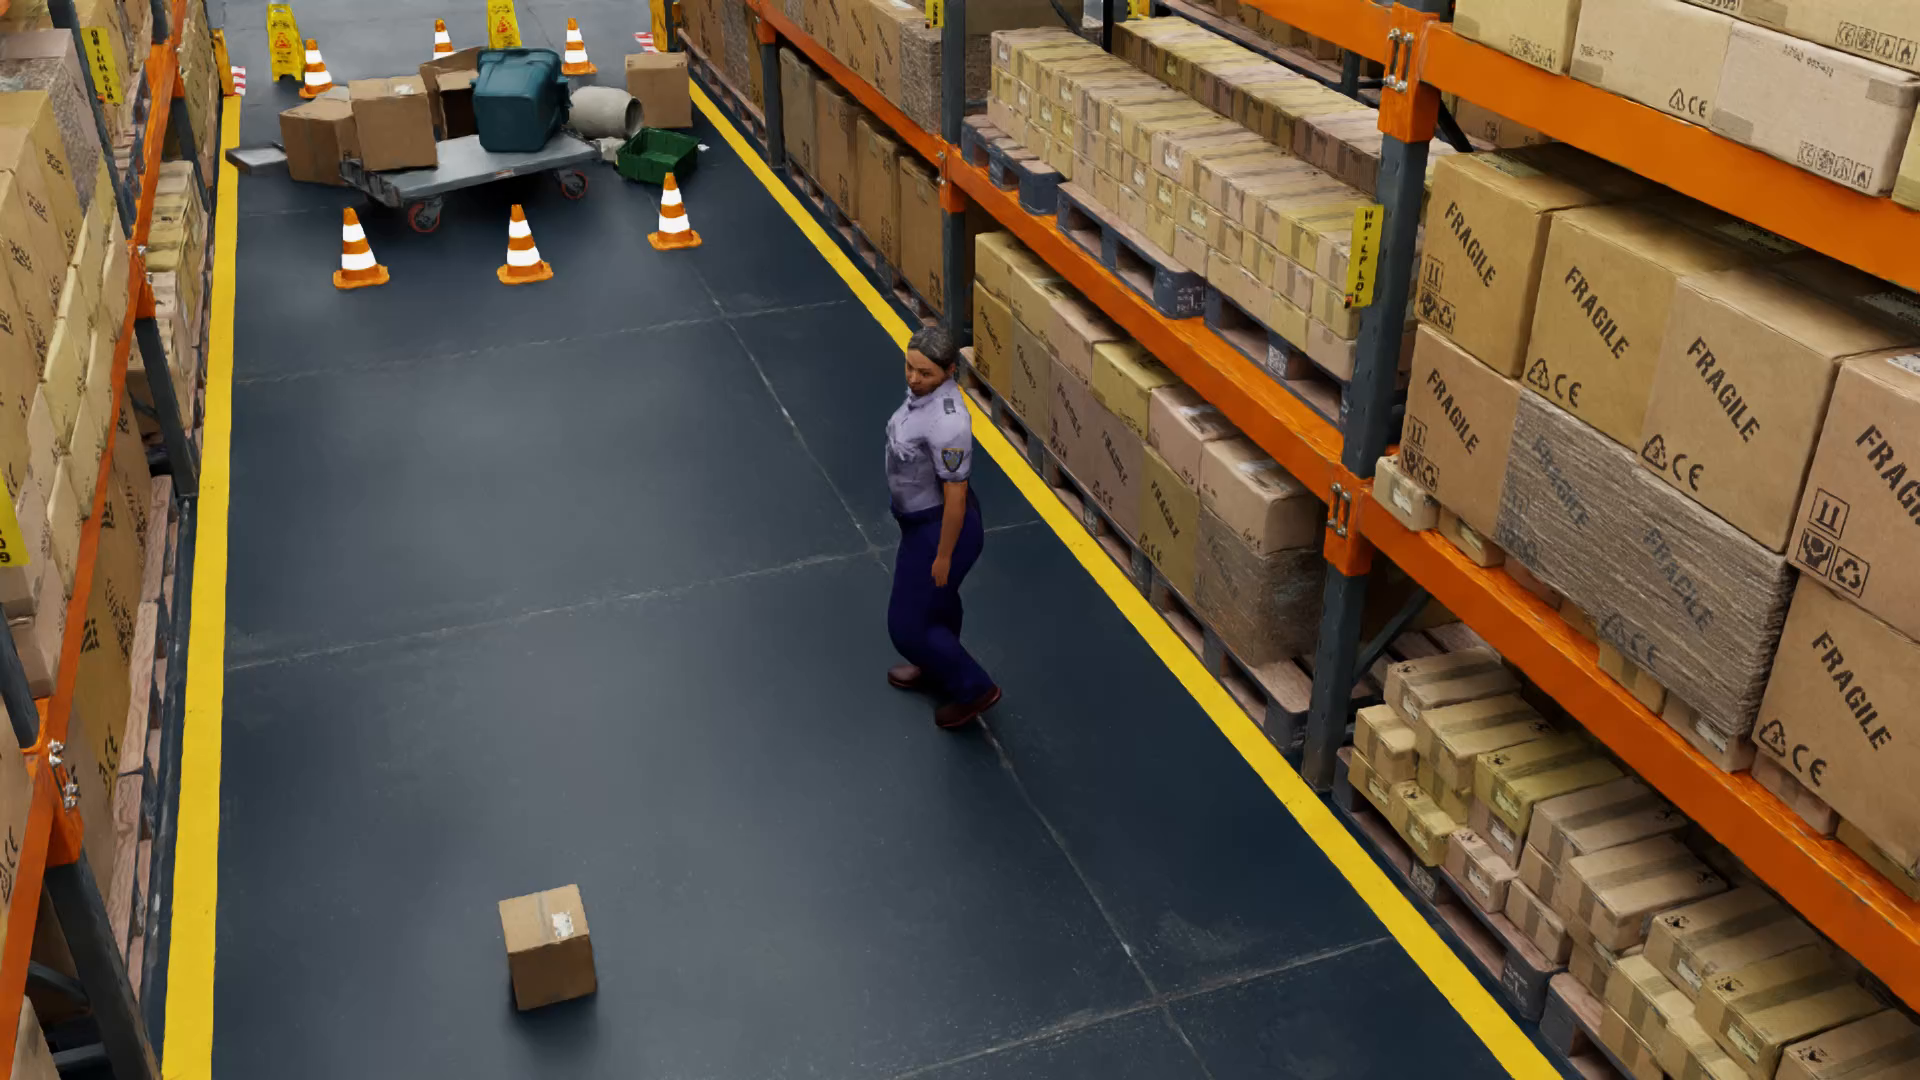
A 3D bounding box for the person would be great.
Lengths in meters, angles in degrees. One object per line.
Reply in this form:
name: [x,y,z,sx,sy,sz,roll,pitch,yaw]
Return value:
person: [-0.068,-0.046,6.199,0.433,1.649,0.529,-2,30,-4]
